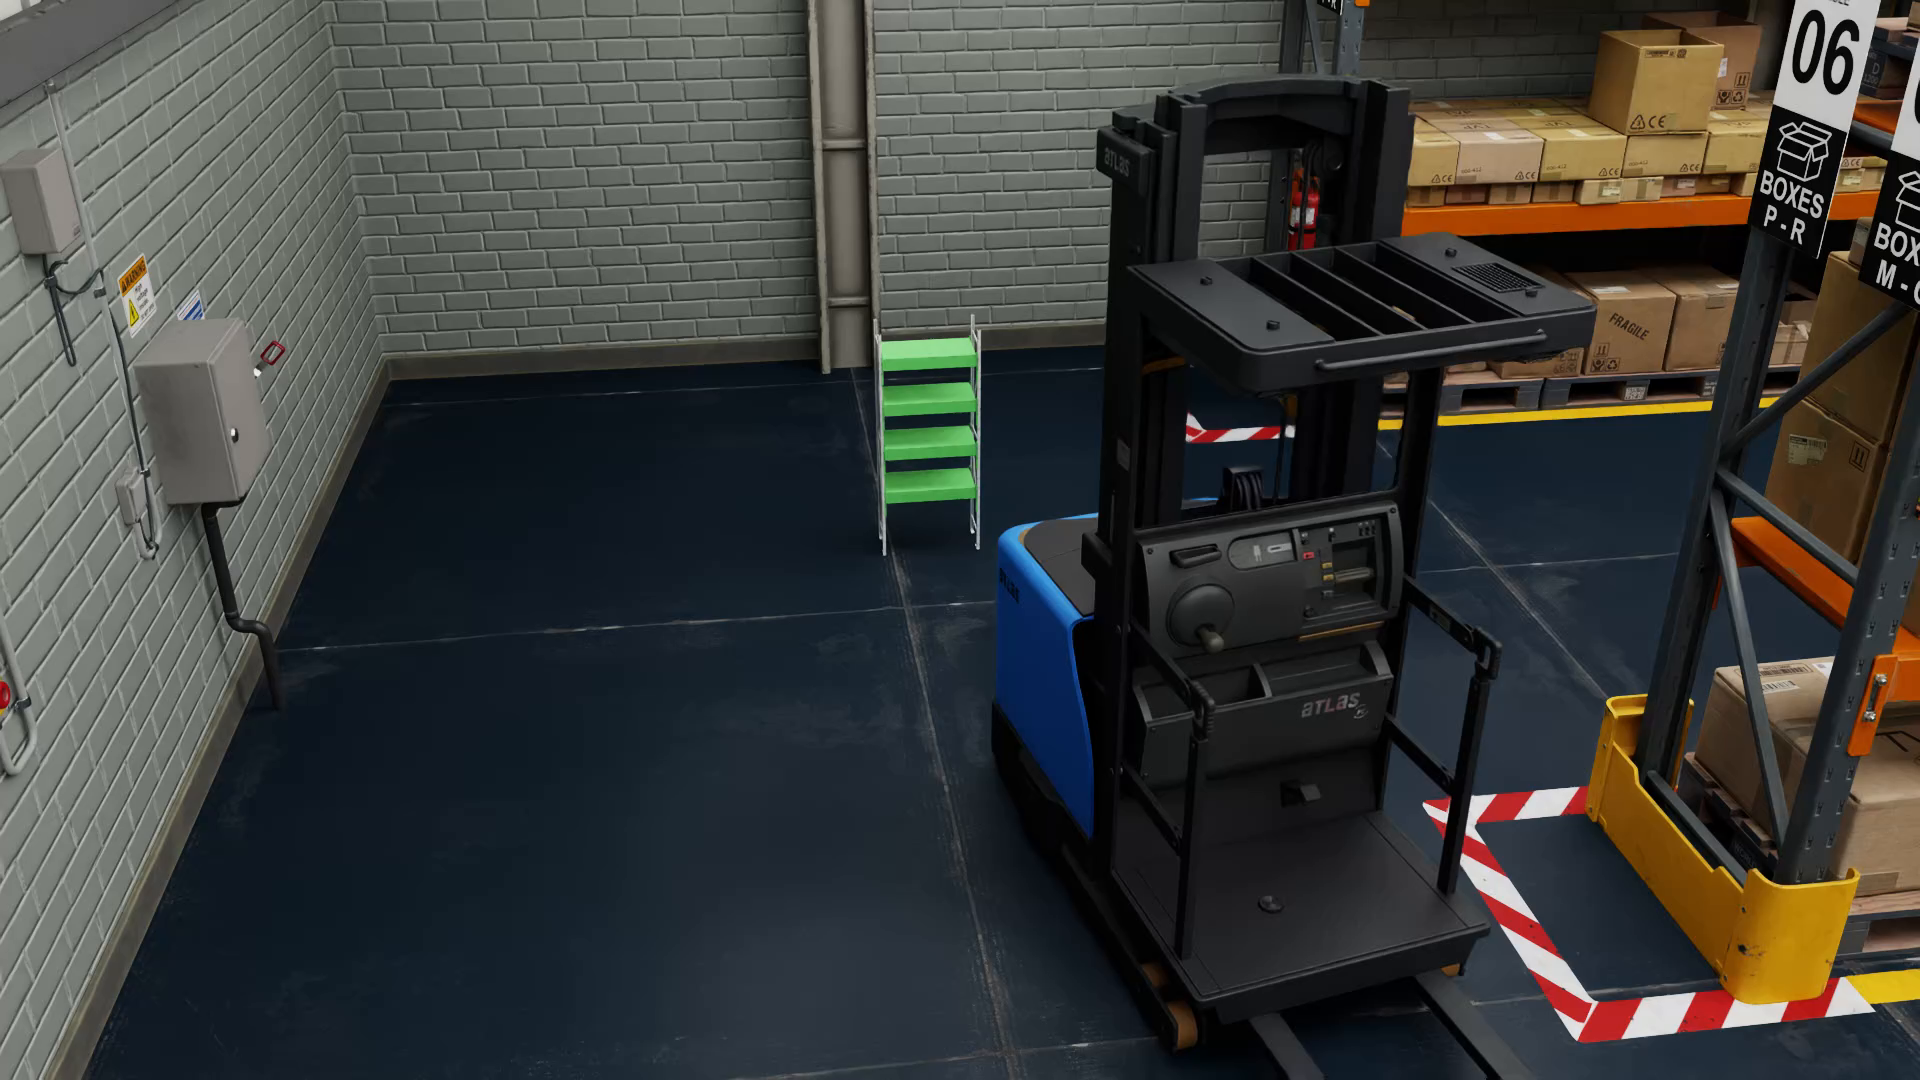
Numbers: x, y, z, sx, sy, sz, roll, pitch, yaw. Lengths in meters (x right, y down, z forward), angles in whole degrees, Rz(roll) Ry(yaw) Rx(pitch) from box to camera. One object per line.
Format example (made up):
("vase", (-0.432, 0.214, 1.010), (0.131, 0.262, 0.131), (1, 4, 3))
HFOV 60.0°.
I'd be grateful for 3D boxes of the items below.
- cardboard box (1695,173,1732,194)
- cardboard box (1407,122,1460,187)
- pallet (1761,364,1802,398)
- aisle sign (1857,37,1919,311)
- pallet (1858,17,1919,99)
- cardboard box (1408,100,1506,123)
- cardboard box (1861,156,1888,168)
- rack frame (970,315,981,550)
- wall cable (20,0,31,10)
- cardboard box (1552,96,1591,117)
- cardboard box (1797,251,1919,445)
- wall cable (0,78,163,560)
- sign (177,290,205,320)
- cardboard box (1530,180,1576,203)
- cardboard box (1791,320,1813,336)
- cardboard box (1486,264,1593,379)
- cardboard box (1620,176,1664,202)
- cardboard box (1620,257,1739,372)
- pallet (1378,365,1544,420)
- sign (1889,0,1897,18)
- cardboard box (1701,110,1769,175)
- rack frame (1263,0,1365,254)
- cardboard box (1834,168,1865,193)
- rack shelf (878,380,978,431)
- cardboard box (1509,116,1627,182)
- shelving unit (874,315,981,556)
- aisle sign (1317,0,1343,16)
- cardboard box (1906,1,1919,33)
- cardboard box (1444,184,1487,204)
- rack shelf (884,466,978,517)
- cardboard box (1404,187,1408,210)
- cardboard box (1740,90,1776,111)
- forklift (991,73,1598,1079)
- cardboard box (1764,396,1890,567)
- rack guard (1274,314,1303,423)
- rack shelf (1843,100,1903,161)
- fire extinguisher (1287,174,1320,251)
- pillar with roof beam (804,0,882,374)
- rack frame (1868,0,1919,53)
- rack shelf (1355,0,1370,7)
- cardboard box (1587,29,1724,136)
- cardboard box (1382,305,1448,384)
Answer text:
("cardboard box", (4.455, -2.223, 10.072), (0.250, 0.149, 0.380), (-3, 27, -6))
("cardboard box", (2.554, -2.240, 9.669), (0.500, 0.250, 0.500), (-4, 27, -7))
("pallet", (5.348, -1.238, 10.932), (1.213, 0.211, 1.003), (-4, 27, -7))
("aisle sign", (2.731, -1.045, 4.653), (0.004, 0.787, 0.394), (-4, 27, -7))
("pallet", (3.495, -1.371, 4.948), (1.213, 0.211, 1.003), (-4, 27, -7))
("cardboard box", (2.996, -2.515, 10.204), (0.500, 0.250, 0.500), (-4, 27, -7))
("cardboard box", (5.557, -2.445, 10.068), (0.500, 0.250, 0.500), (-3, 27, -6))
("rack frame", (0.078, -0.539, 8.486), (0.015, 1.200, 0.240), (-4, 27, -7))
("wall cable", (-2.934, -2.544, 3.851), (0.029, 3.000, 2.355), (-4, 27, -7))
("cardboard box", (4.005, -2.577, 10.326), (0.500, 0.250, 0.500), (-4, 27, -7))
("cardboard box", (3.206, -0.652, 5.530), (0.500, 0.500, 0.500), (-3, 27, -5))
("wall cable", (-3.028, -0.747, 5.808), (0.122, 1.984, 0.588), (-4, 27, -7))
("sign", (-3.241, -0.782, 7.092), (0.001, 0.494, 0.329), (-4, 27, -7))
("cardboard box", (3.452, -2.130, 9.891), (0.250, 0.149, 0.380), (-3, 27, -6))
("cardboard box", (5.517, -1.272, 10.607), (0.250, 0.149, 0.380), (-4, 28, -9))
("cardboard box", (3.538, -1.375, 10.423), (0.500, 0.500, 0.700), (-3, 27, -5))
("cardboard box", (3.971, -2.138, 9.907), (0.250, 0.149, 0.380), (-3, 27, -6))
("cardboard box", (4.566, -1.441, 10.551), (0.500, 0.500, 0.700), (-5, 28, -9))
("pallet", (2.931, -1.083, 10.630), (1.213, 0.211, 1.003), (-4, 27, -7))
("sign", (5.947, -3.288, 10.604), (0.005, 0.325, 0.100), (-4, 27, -7))
("cardboard box", (4.568, -2.381, 9.943), (0.500, 0.250, 0.500), (-4, 27, -7))
("rack frame", (2.067, -2.268, 9.884), (0.127, 3.000, 1.000), (-4, 27, -7))
("cardboard box", (5.238, -2.222, 10.070), (0.250, 0.149, 0.380), (-3, 27, -6))
("rack shelf", (-0.164, -0.680, 8.375), (0.480, 0.148, 0.258), (-4, 27, -7))
("cardboard box", (3.554, -2.306, 9.797), (0.500, 0.250, 0.500), (-4, 27, -8))
("shelving unit", (-0.164, -0.523, 8.456), (0.503, 1.200, 0.258), (-4, 27, -7))
("aisle sign", (2.040, -3.287, 9.023), (0.004, 0.787, 0.394), (-4, 27, -7))
("cardboard box", (3.195, -1.593, 4.877), (0.500, 0.250, 0.500), (-6, 28, -12))
("cardboard box", (2.931, -2.122, 9.876), (0.250, 0.149, 0.380), (-4, 27, -8))
("rack shelf", (-0.164, -0.253, 8.594), (0.480, 0.148, 0.258), (-4, 27, -7))
("cardboard box", (2.431, -2.053, 9.740), (0.250, 0.149, 0.380), (-4, 27, -8))
("cardboard box", (5.004, -2.643, 10.454), (0.500, 0.250, 0.500), (-4, 27, -8))
("forklift", (1.094, 0.164, 5.220), (1.130, 2.935, 3.031), (-9, 29, -17))
("cardboard box", (3.203, -0.219, 5.781), (0.500, 0.500, 0.500), (-4, 27, -7))
("rack guard", (2.142, -1.160, 10.464), (0.348, 0.500, 1.175), (-4, 27, -7))
("rack shelf", (4.743, -1.166, 5.238), (4.000, 0.370, 1.077), (-4, 27, -7))
("fire extinguisher", (1.986, -1.849, 9.561), (0.183, 0.674, 0.296), (-4, 27, -7))
("pillar with roof beam", (-0.129, -3.227, 5.181), (0.400, 9.000, 9.100), (-4, 27, -7))
("rack frame", (2.762, -2.693, 4.142), (0.127, 3.000, 1.000), (-4, 27, -7))
("rack shelf", (4.047, -3.409, 9.611), (4.000, 0.370, 1.077), (-4, 27, -7))
("cardboard box", (4.039, -2.670, 9.684), (0.500, 0.500, 0.500), (-3, 27, -6))
("cardboard box", (2.686, -1.340, 10.350), (0.637, 0.503, 0.797), (-5, 28, -9))
